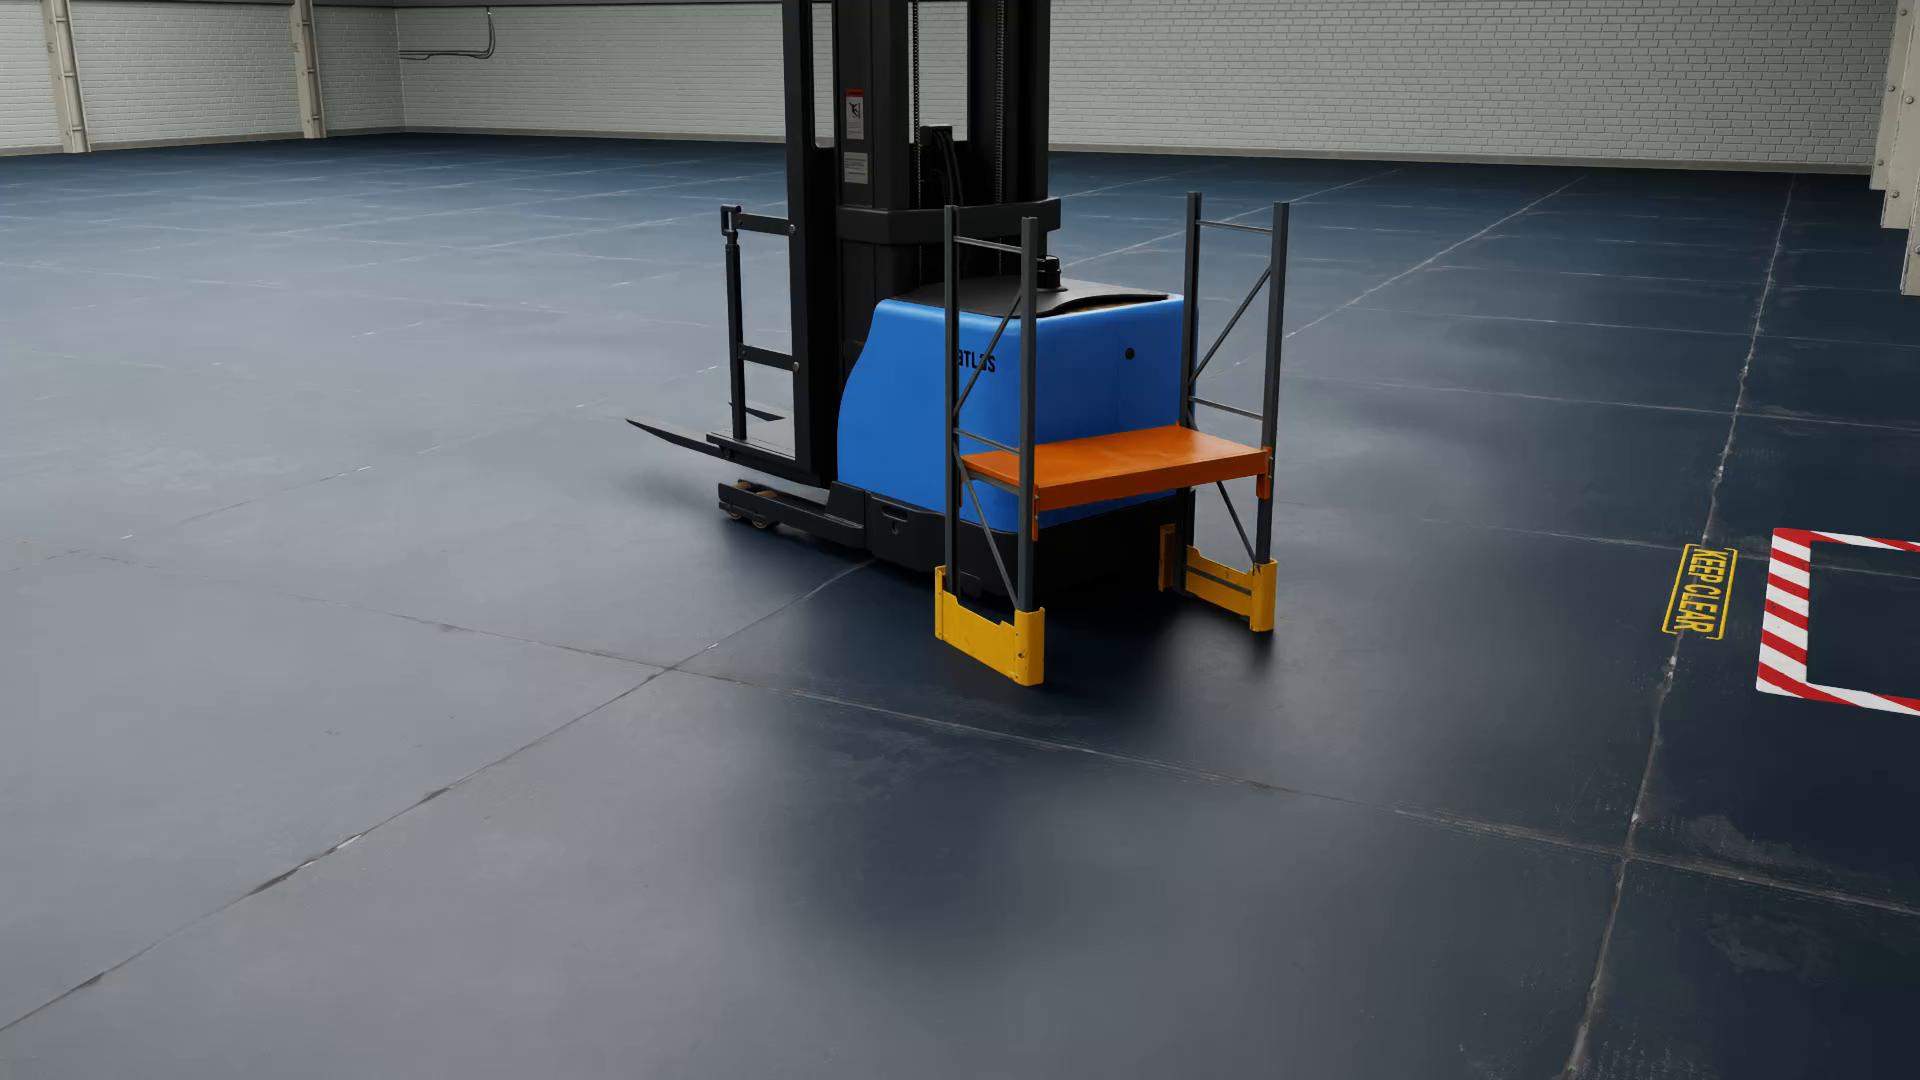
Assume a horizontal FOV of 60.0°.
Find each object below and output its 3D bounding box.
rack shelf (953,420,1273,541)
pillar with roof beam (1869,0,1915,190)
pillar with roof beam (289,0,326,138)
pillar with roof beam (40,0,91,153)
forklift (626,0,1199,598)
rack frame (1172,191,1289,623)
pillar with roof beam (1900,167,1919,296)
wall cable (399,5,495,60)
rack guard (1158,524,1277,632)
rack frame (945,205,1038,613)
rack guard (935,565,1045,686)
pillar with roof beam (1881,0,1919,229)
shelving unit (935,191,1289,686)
[{"bbox_3d":[0.526,-0.221,5.766,1.000,0.185,0.538,-10,19,-30],"label":"rack shelf"},{"bbox_3d":[9.646,-10.010,24.921,9.100,9.000,0.400,8,18,25],"label":"pillar with roof beam"},{"bbox_3d":[-10.831,-12.922,34.725,9.100,9.000,0.400,8,18,25],"label":"pillar with roof beam"},{"bbox_3d":[-13.513,-11.394,29.580,9.100,9.000,0.400,8,18,25],"label":"pillar with roof beam"},{"bbox_3d":[-0.413,-1.538,7.054,1.130,2.935,3.031,-14,22,-39],"label":"forklift"},{"bbox_3d":[0.958,-0.469,5.970,0.032,1.500,0.500,-10,19,-30],"label":"rack frame"},{"bbox_3d":[4.284,-6.953,14.630,9.100,9.000,0.400,8,18,25],"label":"pillar with roof beam"},{"bbox_3d":[-12.183,-12.563,38.972,3.097,2.526,0.112,8,18,25],"label":"wall cable"},{"bbox_3d":[0.942,0.133,6.138,0.087,0.250,0.587,-10,19,-30],"label":"rack guard"},{"bbox_3d":[0.093,-0.317,5.459,0.032,1.500,0.500,-10,19,-30],"label":"rack frame"},{"bbox_3d":[0.094,0.281,5.638,0.087,0.250,0.587,-10,19,-30],"label":"rack guard"},{"bbox_3d":[6.965,-8.481,19.775,9.100,9.000,0.400,8,18,25],"label":"pillar with roof beam"},{"bbox_3d":[0.518,-0.392,5.710,1.083,1.500,0.587,-10,19,-30],"label":"shelving unit"}]
